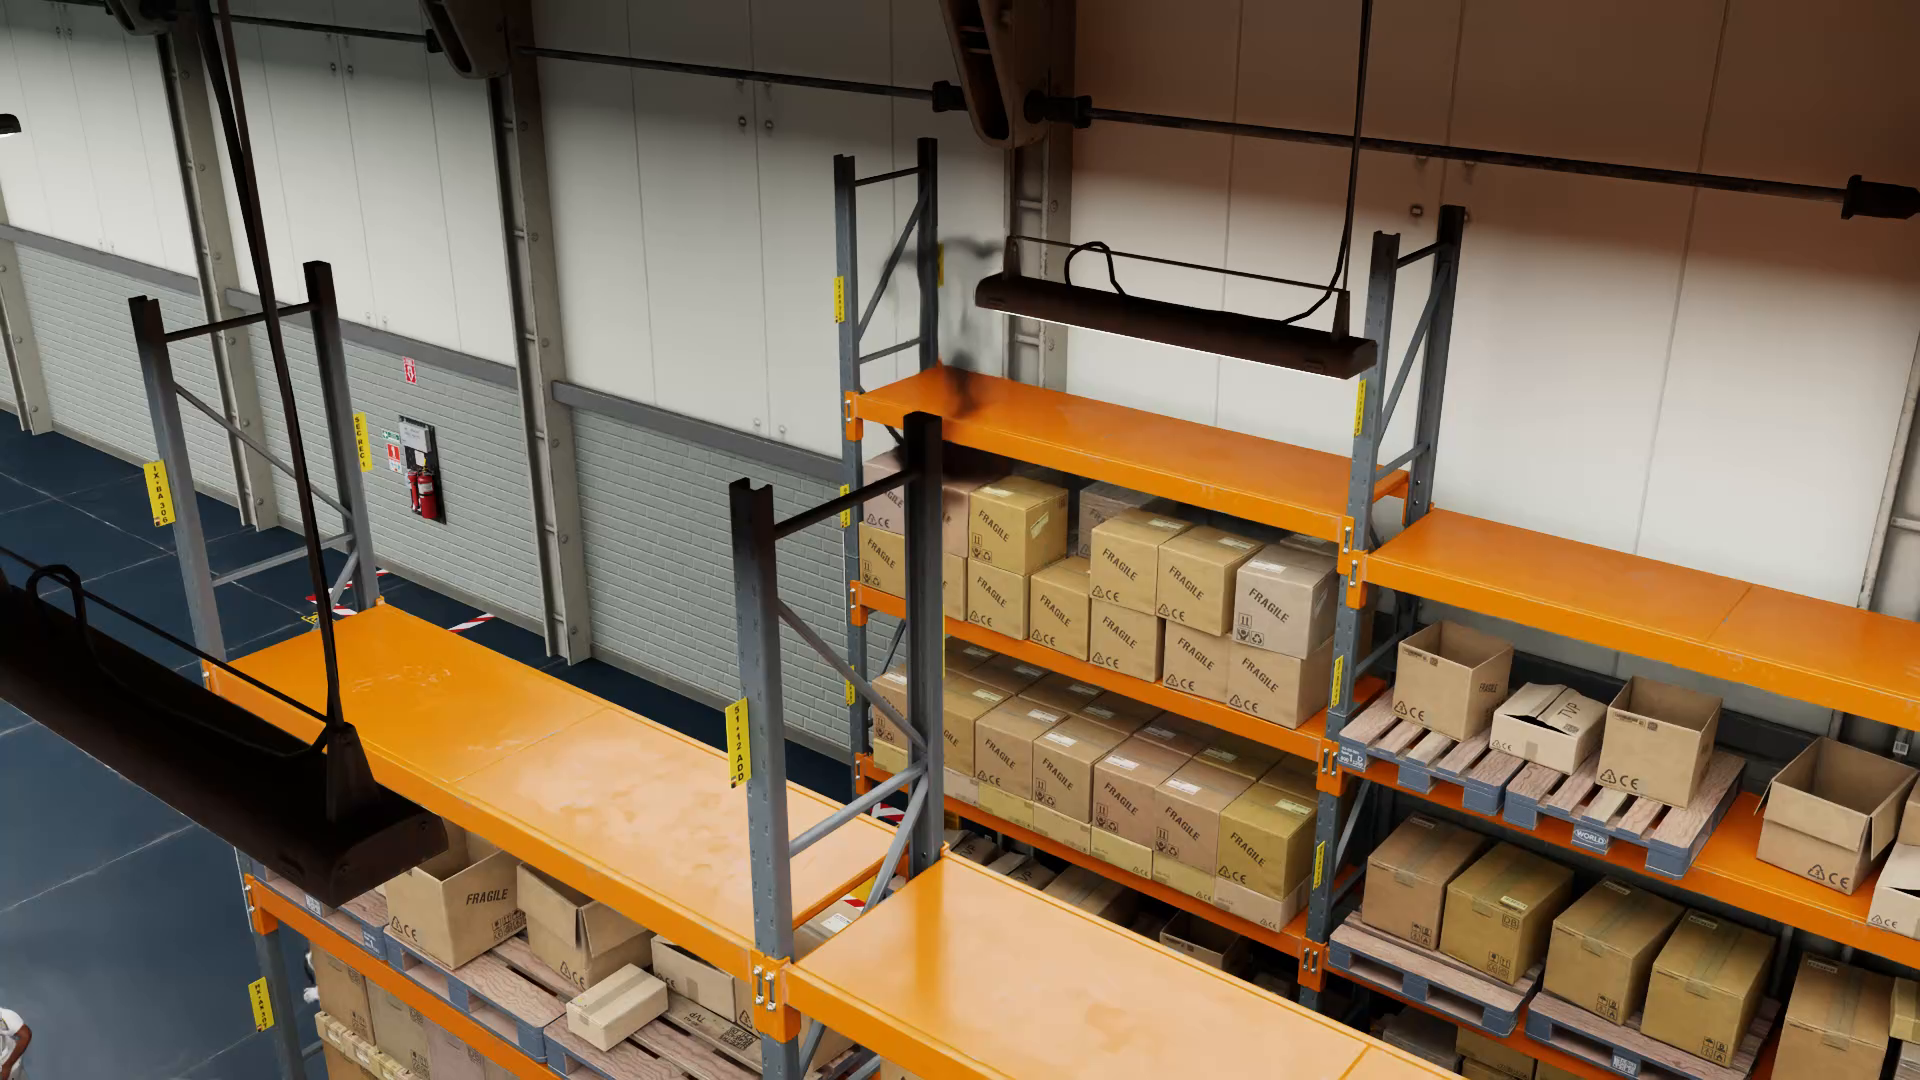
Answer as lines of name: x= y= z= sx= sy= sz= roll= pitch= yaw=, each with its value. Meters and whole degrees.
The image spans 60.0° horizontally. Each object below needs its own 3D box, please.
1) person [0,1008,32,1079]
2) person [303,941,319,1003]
person: x=-6.050 y=3.339 z=10.484 sx=0.816 sy=1.747 sz=0.555 roll=-14 pitch=27 yaw=-30
person: x=-4.183 y=3.017 z=11.329 sx=0.523 sy=1.638 sz=0.673 roll=-3 pitch=23 yaw=-8
